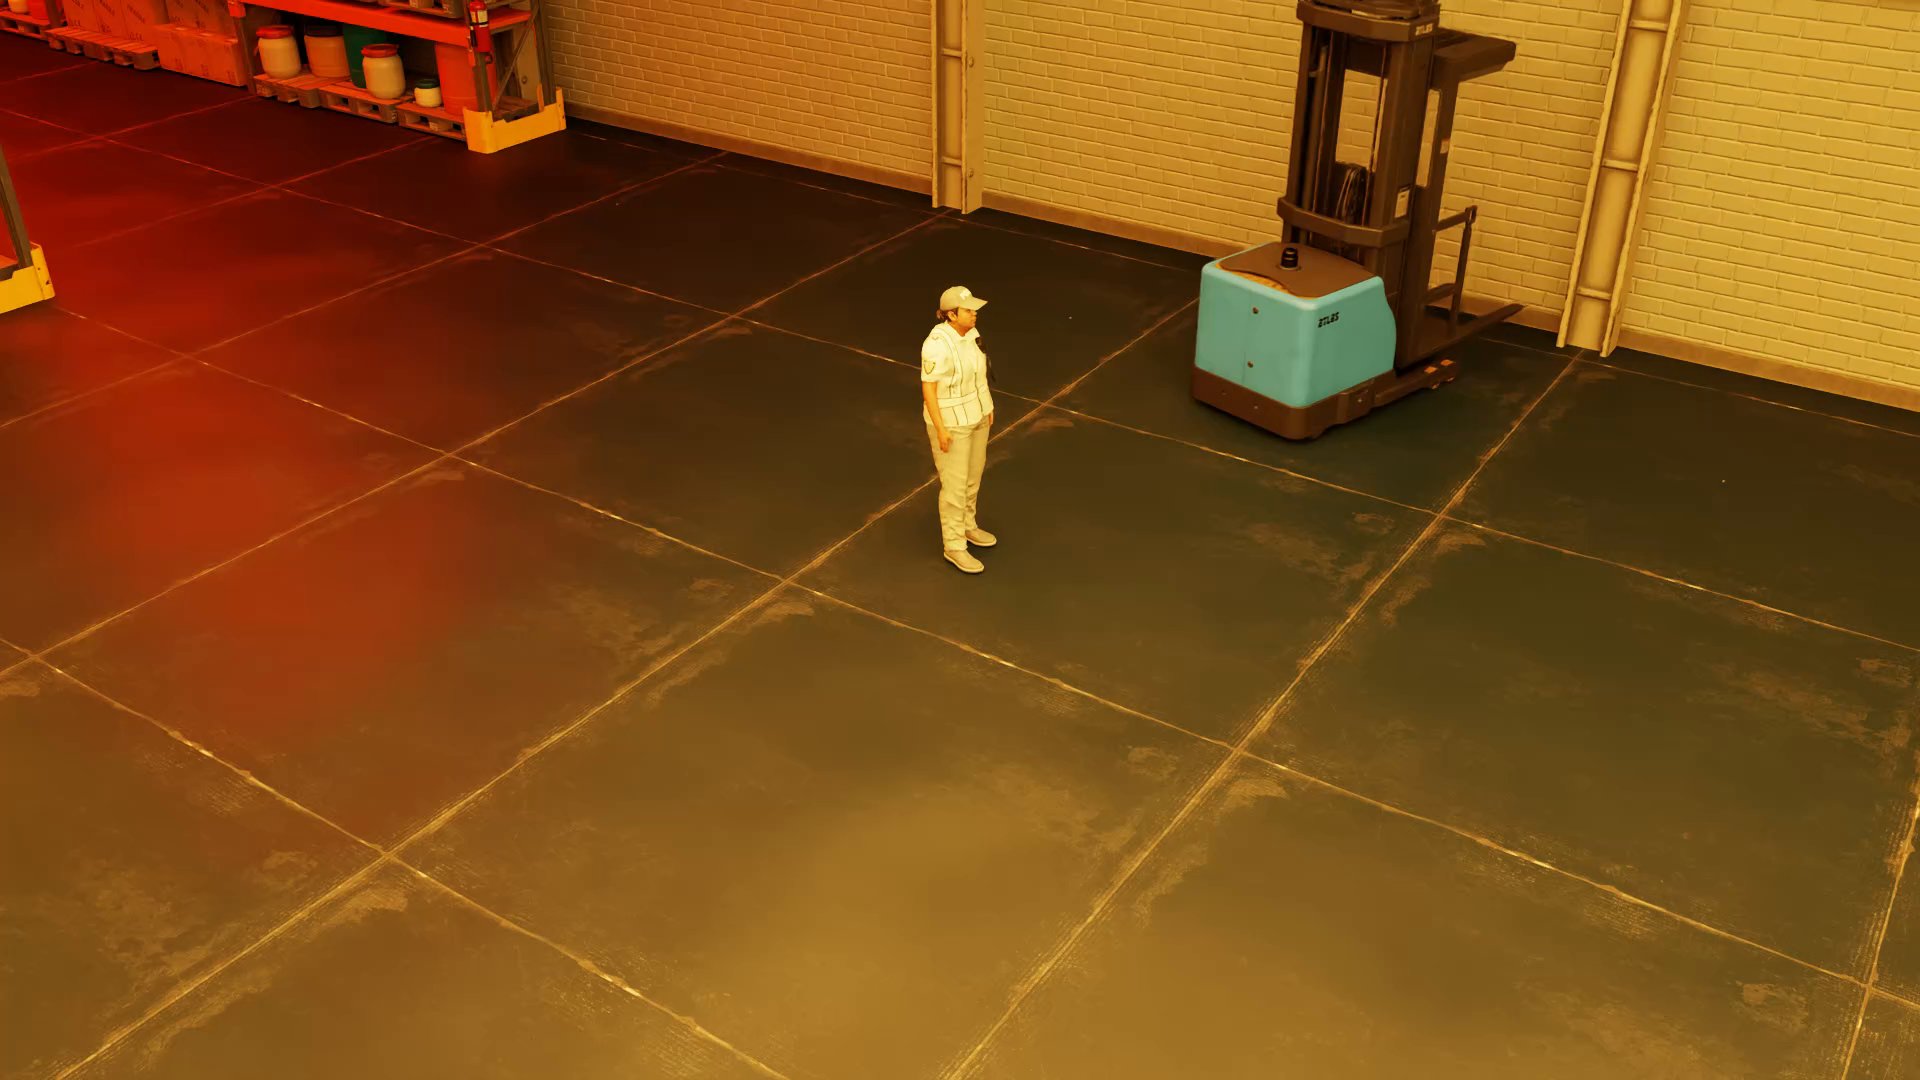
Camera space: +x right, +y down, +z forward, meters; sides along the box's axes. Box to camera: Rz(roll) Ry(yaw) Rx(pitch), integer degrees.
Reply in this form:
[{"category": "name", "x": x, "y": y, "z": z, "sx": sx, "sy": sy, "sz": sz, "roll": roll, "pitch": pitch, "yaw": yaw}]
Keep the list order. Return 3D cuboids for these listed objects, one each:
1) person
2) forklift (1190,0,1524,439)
[{"category": "person", "x": 0.051, "y": -0.697, "z": 10.024, "sx": 0.529, "sy": 1.670, "sz": 0.598, "roll": 19, "pitch": 35, "yaw": 29}, {"category": "forklift", "x": 3.136, "y": -2.576, "z": 12.017, "sx": 3.031, "sy": 2.935, "sz": 1.130, "roll": -23, "pitch": 37, "yaw": -34}]
